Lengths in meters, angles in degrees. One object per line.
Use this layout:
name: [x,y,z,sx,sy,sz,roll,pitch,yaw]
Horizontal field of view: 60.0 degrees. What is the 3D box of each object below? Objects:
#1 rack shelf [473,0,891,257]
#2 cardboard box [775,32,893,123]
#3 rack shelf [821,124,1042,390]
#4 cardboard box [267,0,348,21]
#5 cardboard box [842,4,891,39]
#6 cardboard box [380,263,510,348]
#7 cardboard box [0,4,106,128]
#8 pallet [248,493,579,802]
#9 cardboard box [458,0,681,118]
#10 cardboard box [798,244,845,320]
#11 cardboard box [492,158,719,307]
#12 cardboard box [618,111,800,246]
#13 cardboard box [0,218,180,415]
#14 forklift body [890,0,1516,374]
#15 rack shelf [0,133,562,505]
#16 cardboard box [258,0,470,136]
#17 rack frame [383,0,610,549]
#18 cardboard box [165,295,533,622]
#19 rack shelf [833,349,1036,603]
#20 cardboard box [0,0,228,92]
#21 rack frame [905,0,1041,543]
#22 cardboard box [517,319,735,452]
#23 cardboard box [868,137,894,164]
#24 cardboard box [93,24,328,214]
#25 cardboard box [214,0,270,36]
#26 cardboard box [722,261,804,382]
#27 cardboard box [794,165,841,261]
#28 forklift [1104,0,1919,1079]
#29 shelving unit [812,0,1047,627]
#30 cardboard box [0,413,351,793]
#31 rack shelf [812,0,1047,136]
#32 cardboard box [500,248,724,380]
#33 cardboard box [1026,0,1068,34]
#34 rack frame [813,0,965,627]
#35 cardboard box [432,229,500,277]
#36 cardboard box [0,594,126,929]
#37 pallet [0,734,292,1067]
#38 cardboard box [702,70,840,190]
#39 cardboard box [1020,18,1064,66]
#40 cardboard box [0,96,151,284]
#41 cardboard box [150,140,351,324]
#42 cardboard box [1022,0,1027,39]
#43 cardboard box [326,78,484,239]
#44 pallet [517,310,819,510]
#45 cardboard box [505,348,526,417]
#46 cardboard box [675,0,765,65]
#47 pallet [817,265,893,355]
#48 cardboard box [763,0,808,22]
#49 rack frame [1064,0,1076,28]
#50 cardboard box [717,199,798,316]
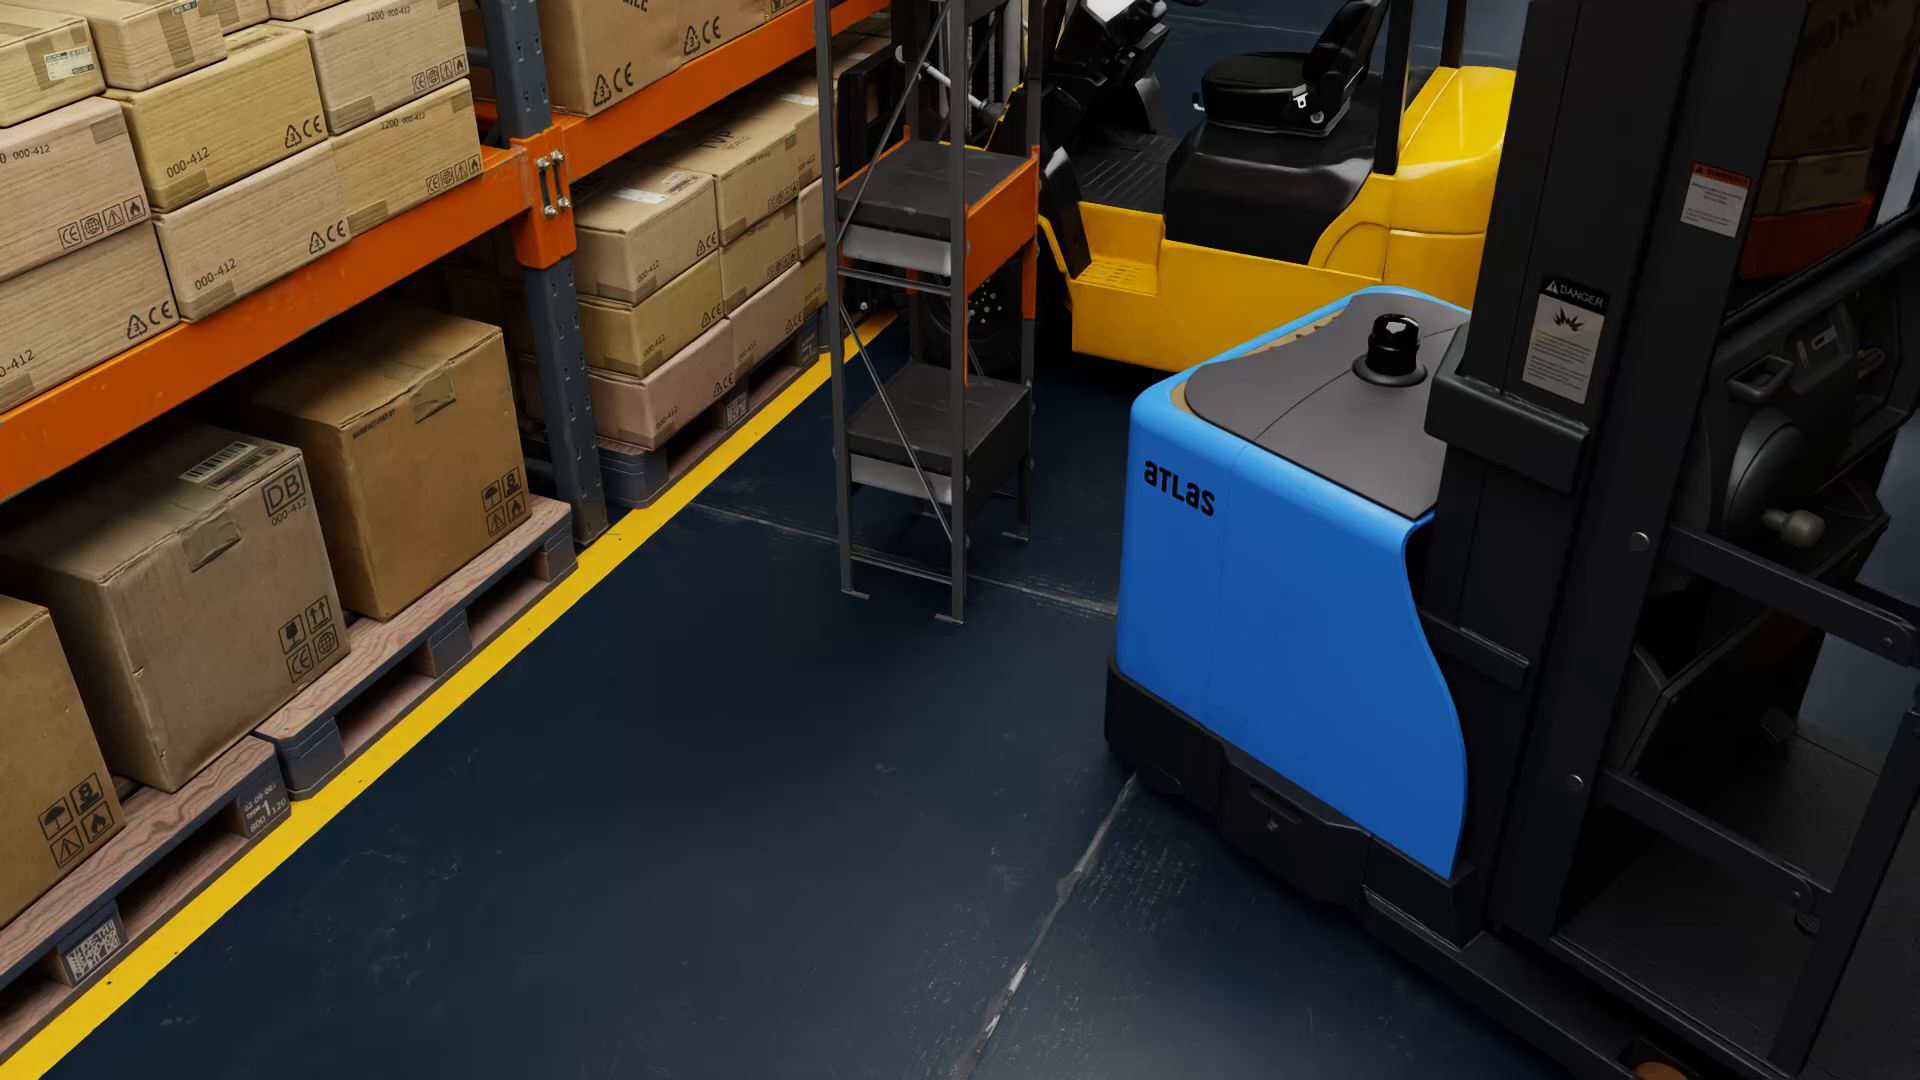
rack shelf: [-0.760,-2.068,6.324,1.077,0.370,4.000,14,36,20]
cardboard box: [-0.462,-1.748,6.393,0.500,0.250,0.500,13,36,20]
rack shelf: [-0.069,-0.784,4.556,0.431,0.518,0.480,14,36,20]
cardboard box: [-1.629,-1.332,3.863,0.380,0.149,0.250,14,36,20]
cardboard box: [-0.243,-1.999,6.775,0.500,0.250,0.500,15,36,21]
cardboard box: [-1.579,-0.897,5.551,0.500,0.250,0.500,13,36,19]
cardboard box: [-1.936,-0.945,3.272,0.380,0.149,0.250,13,36,19]
pallet: [-1.869,0.169,4.799,1.003,0.211,1.213,14,36,20]
cardboard box: [-1.174,-1.576,4.826,0.500,0.500,0.500,13,35,19]
cardboard box: [-0.694,-1.079,6.285,0.500,0.250,0.500,15,36,21]
cardboard box: [-1.109,-0.986,5.230,0.500,0.250,0.500,14,36,20]
cardboard box: [-0.886,-1.238,5.615,0.500,0.250,0.500,14,36,21]
cardboard box: [-2.011,-0.507,3.424,0.500,0.250,0.500,14,36,21]
forklift body: [0.941,-1.647,5.800,2.313,2.155,1.214,14,36,20]
rack shelf: [-2.433,-0.076,3.286,1.077,0.370,4.000,14,36,20]
cardboard box: [-1.570,-1.216,4.050,0.500,0.250,0.500,13,36,19]
rack frame: [-1.597,-1.373,4.608,1.000,3.000,0.127,14,36,20]
cardboard box: [-1.805,-0.293,4.744,0.875,0.625,0.625,16,36,23]
rack shelf: [-0.069,-0.199,4.940,0.431,0.518,0.480,14,36,20]
cardboard box: [-1.769,-1.061,3.449,0.380,0.149,0.250,13,35,19]
rack frame: [0.033,-0.917,4.734,0.400,2.100,0.015,14,36,20]
cardboard box: [-1.094,-0.563,5.498,0.500,0.250,0.500,15,36,21]
cardboard box: [-0.472,-1.528,6.513,0.500,0.250,0.500,14,36,20]
cardboard box: [-1.779,-0.958,3.656,0.500,0.250,0.500,13,36,19]
cardboard box: [-1.780,-1.222,3.696,0.380,0.149,0.250,14,36,20]
cardboard box: [-0.895,-0.820,5.889,0.500,0.250,0.500,13,36,19]
cardboard box: [-0.684,-1.277,6.130,0.500,0.250,0.500,14,36,20]
forklift: [1.731,-0.234,2.935,1.130,2.935,3.031,-26,41,-34]
shelving unit: [-0.069,-0.796,4.549,0.431,2.100,0.503,14,36,20]
cardboard box: [-2.136,0.092,4.157,0.875,0.625,0.625,14,36,20]
rack shelf: [-0.069,-1.370,4.172,0.431,0.518,0.480,14,36,20]
cardboard box: [-1.114,-0.778,5.369,0.500,0.250,0.500,14,36,20]
cardboard box: [0.167,-2.508,7.552,0.500,0.250,0.500,15,36,22]
rack frame: [-0.171,-0.674,4.363,0.400,2.100,0.015,14,36,20]
cardboard box: [-1.566,-1.106,5.414,0.500,0.250,0.500,15,36,21]
cardboard box: [-2.449,0.467,3.585,0.875,0.625,0.625,13,35,19]
pallet: [-2.379,0.779,3.869,1.003,0.211,1.213,14,36,20]
cardboard box: [-0.688,-1.488,5.997,0.500,0.250,0.500,15,36,22]
cardboard box: [0.157,-2.286,7.669,0.500,0.250,0.500,14,36,20]
cardboard box: [-1.998,-0.705,3.270,0.500,0.250,0.500,15,36,21]
cardboard box: [-1.775,-0.747,3.791,0.500,0.250,0.500,14,36,20]
cardboard box: [-0.041,-2.252,7.162,0.500,0.250,0.500,15,36,21]
cardboard box: [-1.570,-0.999,4.175,0.500,0.250,0.500,15,36,22]
pallet: [-1.226,-0.593,5.962,1.003,0.211,1.213,14,36,20]
cardboard box: [-1.577,-0.687,5.686,0.500,0.250,0.500,15,36,21]
cardboard box: [-0.971,-1.839,5.228,0.500,0.500,0.500,15,36,21]
pallet: [-0.717,-1.203,6.892,1.003,0.211,1.213,14,36,20]
cardboard box: [-0.760,-2.091,5.613,0.500,0.500,0.500,14,36,20]
rack frame: [0.077,-3.365,7.646,1.000,3.000,0.127,14,36,20]
cardboard box: [-0.905,-1.029,5.752,0.500,0.250,0.500,14,36,20]
